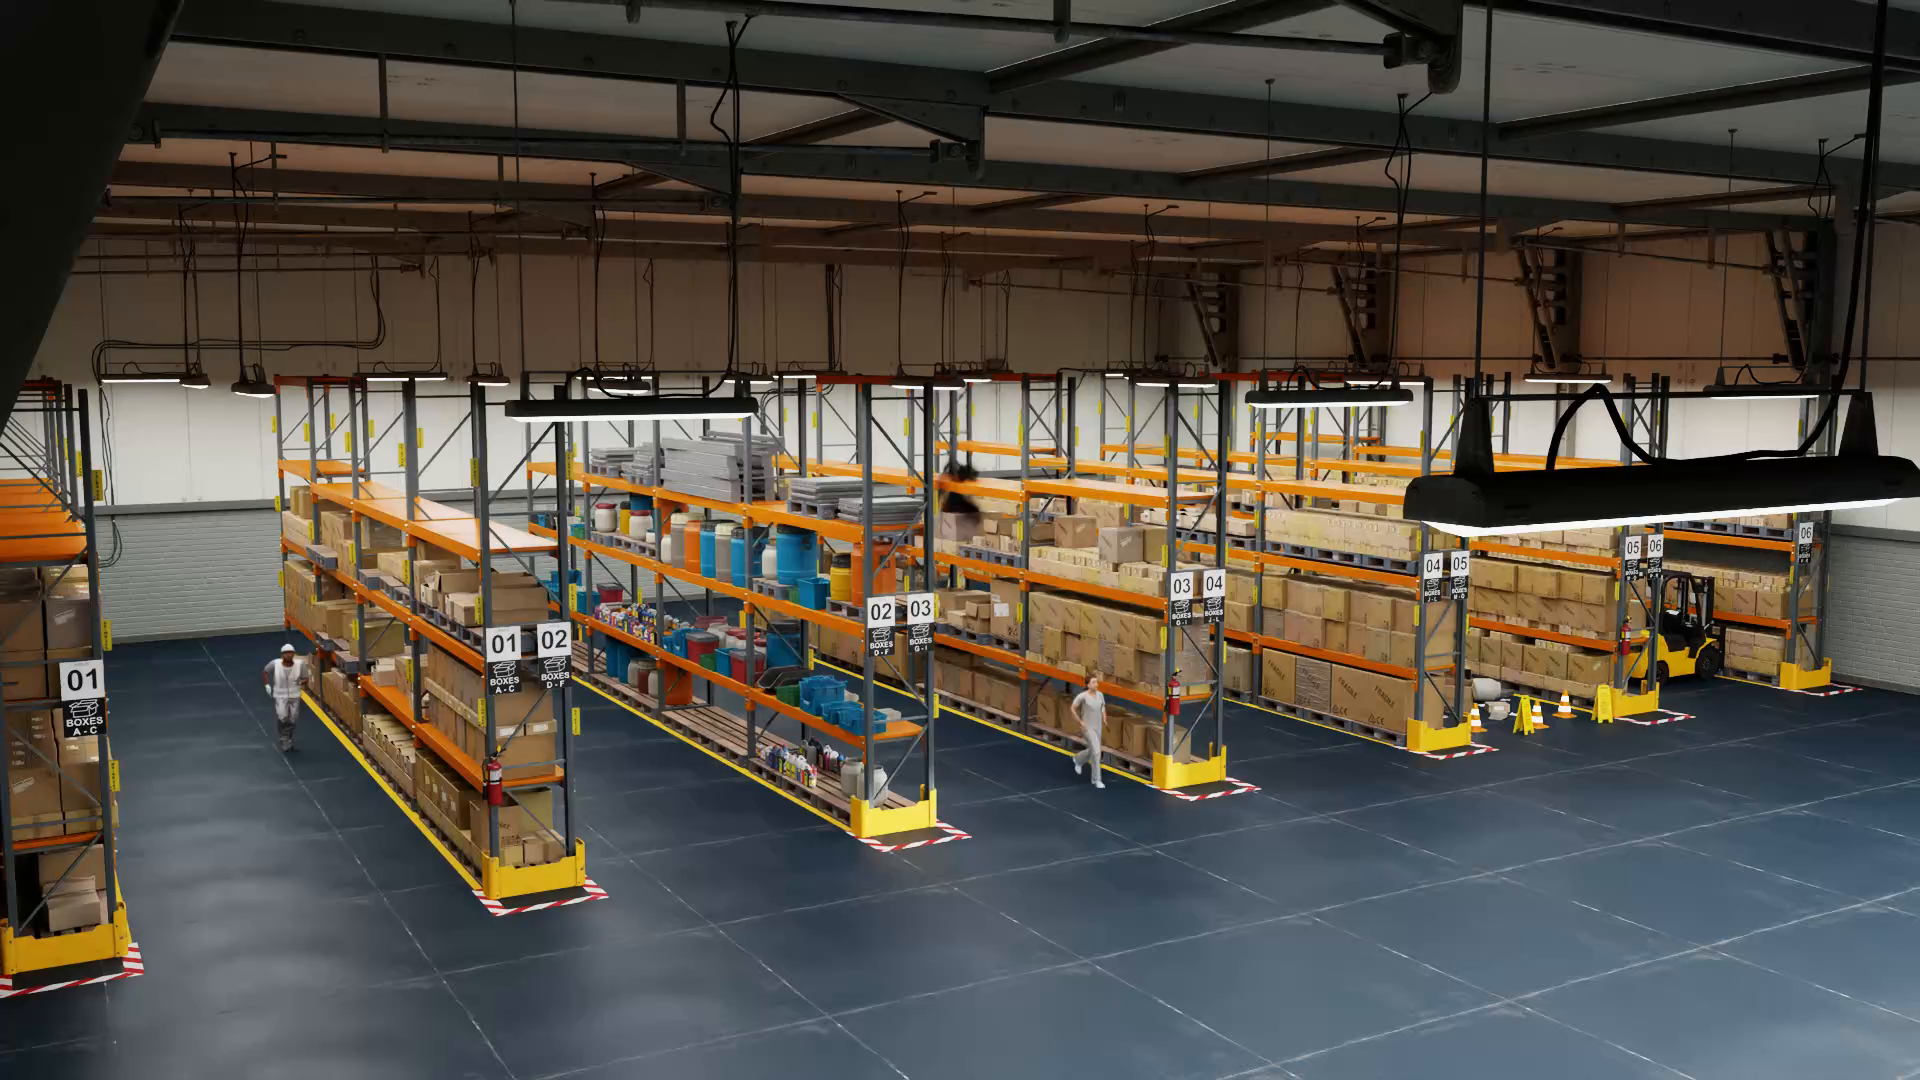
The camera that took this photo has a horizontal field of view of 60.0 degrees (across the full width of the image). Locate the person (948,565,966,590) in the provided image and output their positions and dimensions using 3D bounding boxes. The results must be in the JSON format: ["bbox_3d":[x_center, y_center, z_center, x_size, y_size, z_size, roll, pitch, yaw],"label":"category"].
[{"bbox_3d":[-0.090,1.408,37.571,0.563,1.738,0.838,-4,7,-31],"label":"person"}]

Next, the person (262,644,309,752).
[{"bbox_3d":[-10.802,2.530,26.712,0.662,1.744,0.751,-4,7,-30],"label":"person"}]

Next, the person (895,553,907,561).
[{"bbox_3d":[-1.437,1.032,40.666,0.724,1.751,0.855,1,6,10],"label":"person"}]

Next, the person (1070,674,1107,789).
[{"bbox_3d":[1.912,2.812,24.781,0.574,1.671,0.816,-4,8,-35],"label":"person"}]
